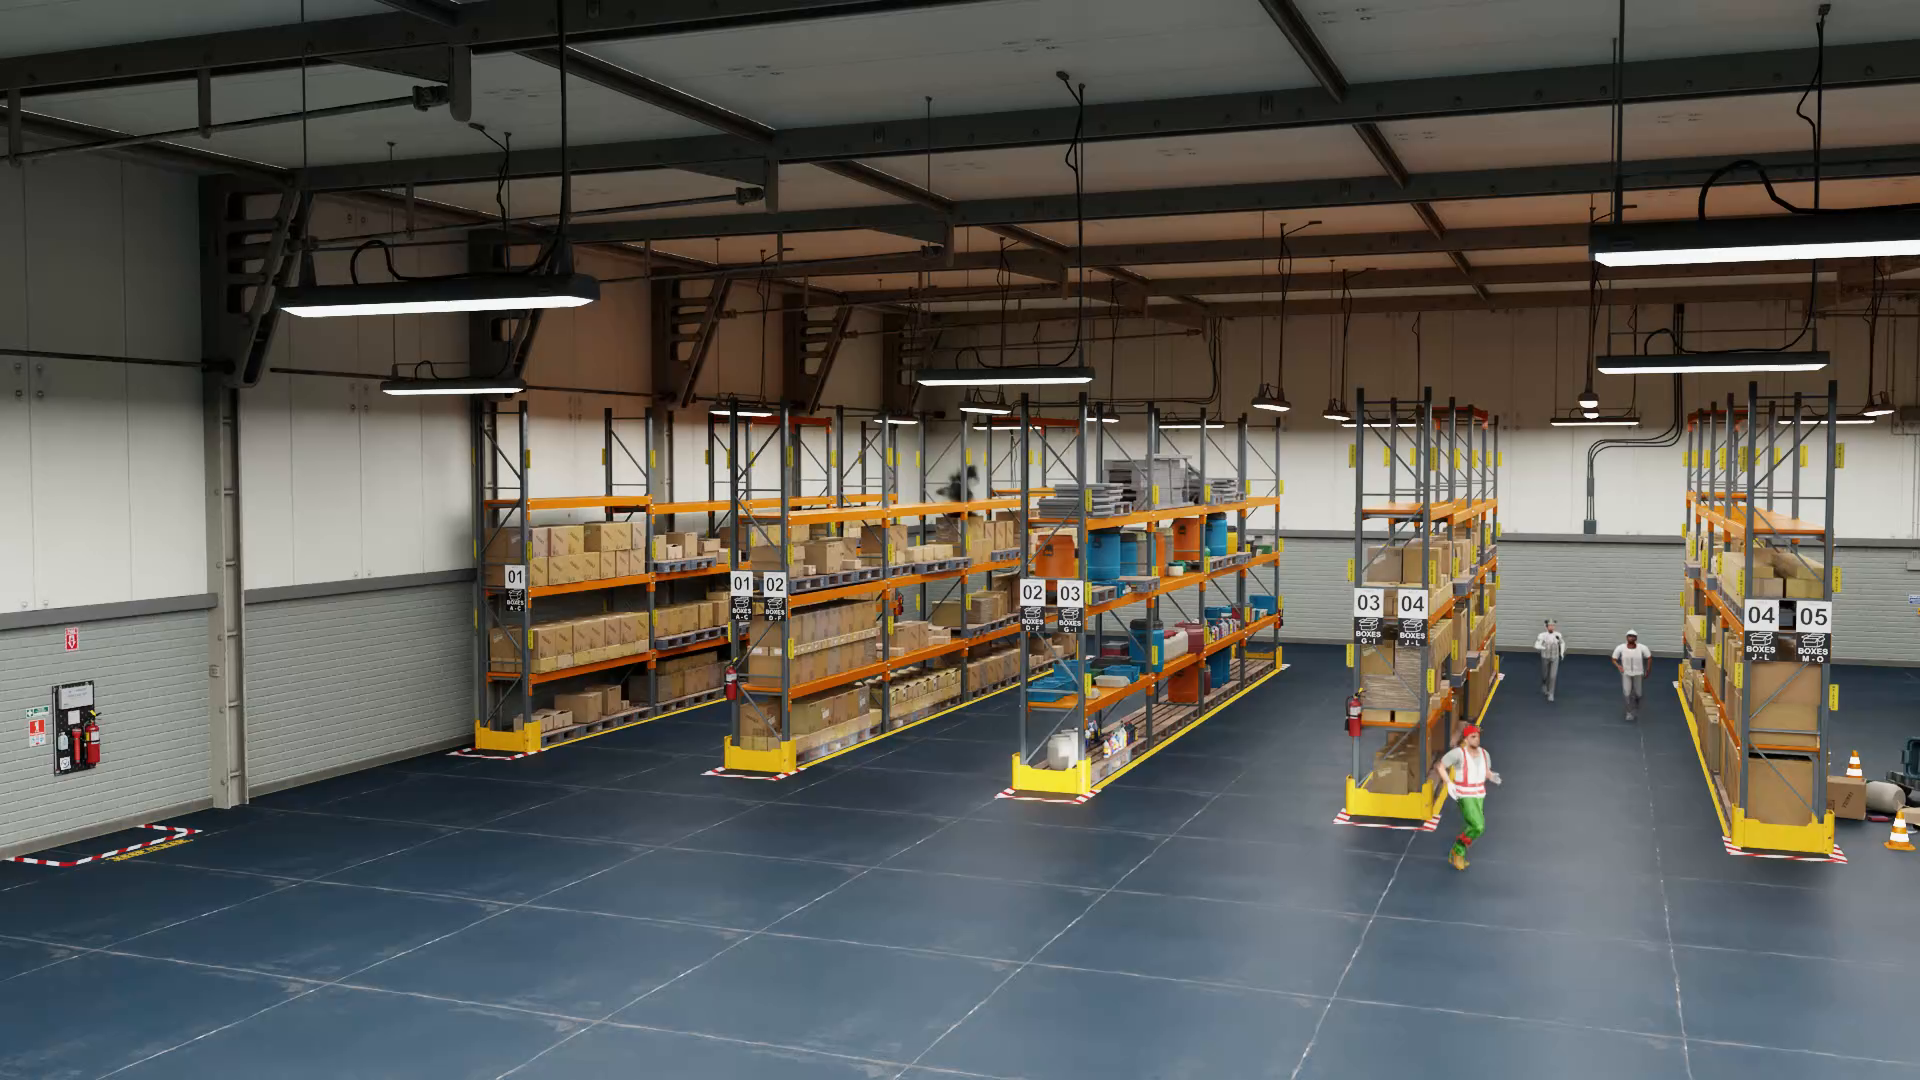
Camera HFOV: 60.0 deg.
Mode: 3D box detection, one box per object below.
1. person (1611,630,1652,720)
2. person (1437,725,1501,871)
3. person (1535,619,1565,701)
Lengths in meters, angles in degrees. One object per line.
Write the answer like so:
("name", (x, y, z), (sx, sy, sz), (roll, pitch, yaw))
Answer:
("person", (12.939, 2.589, 32.044), (0.743, 1.722, 0.601), (1, 3, 18))
("person", (6.230, 3.133, 20.186), (0.624, 1.770, 0.667), (-1, 3, -26))
("person", (12.260, 2.462, 34.556), (0.612, 1.675, 0.886), (1, 3, 14))
